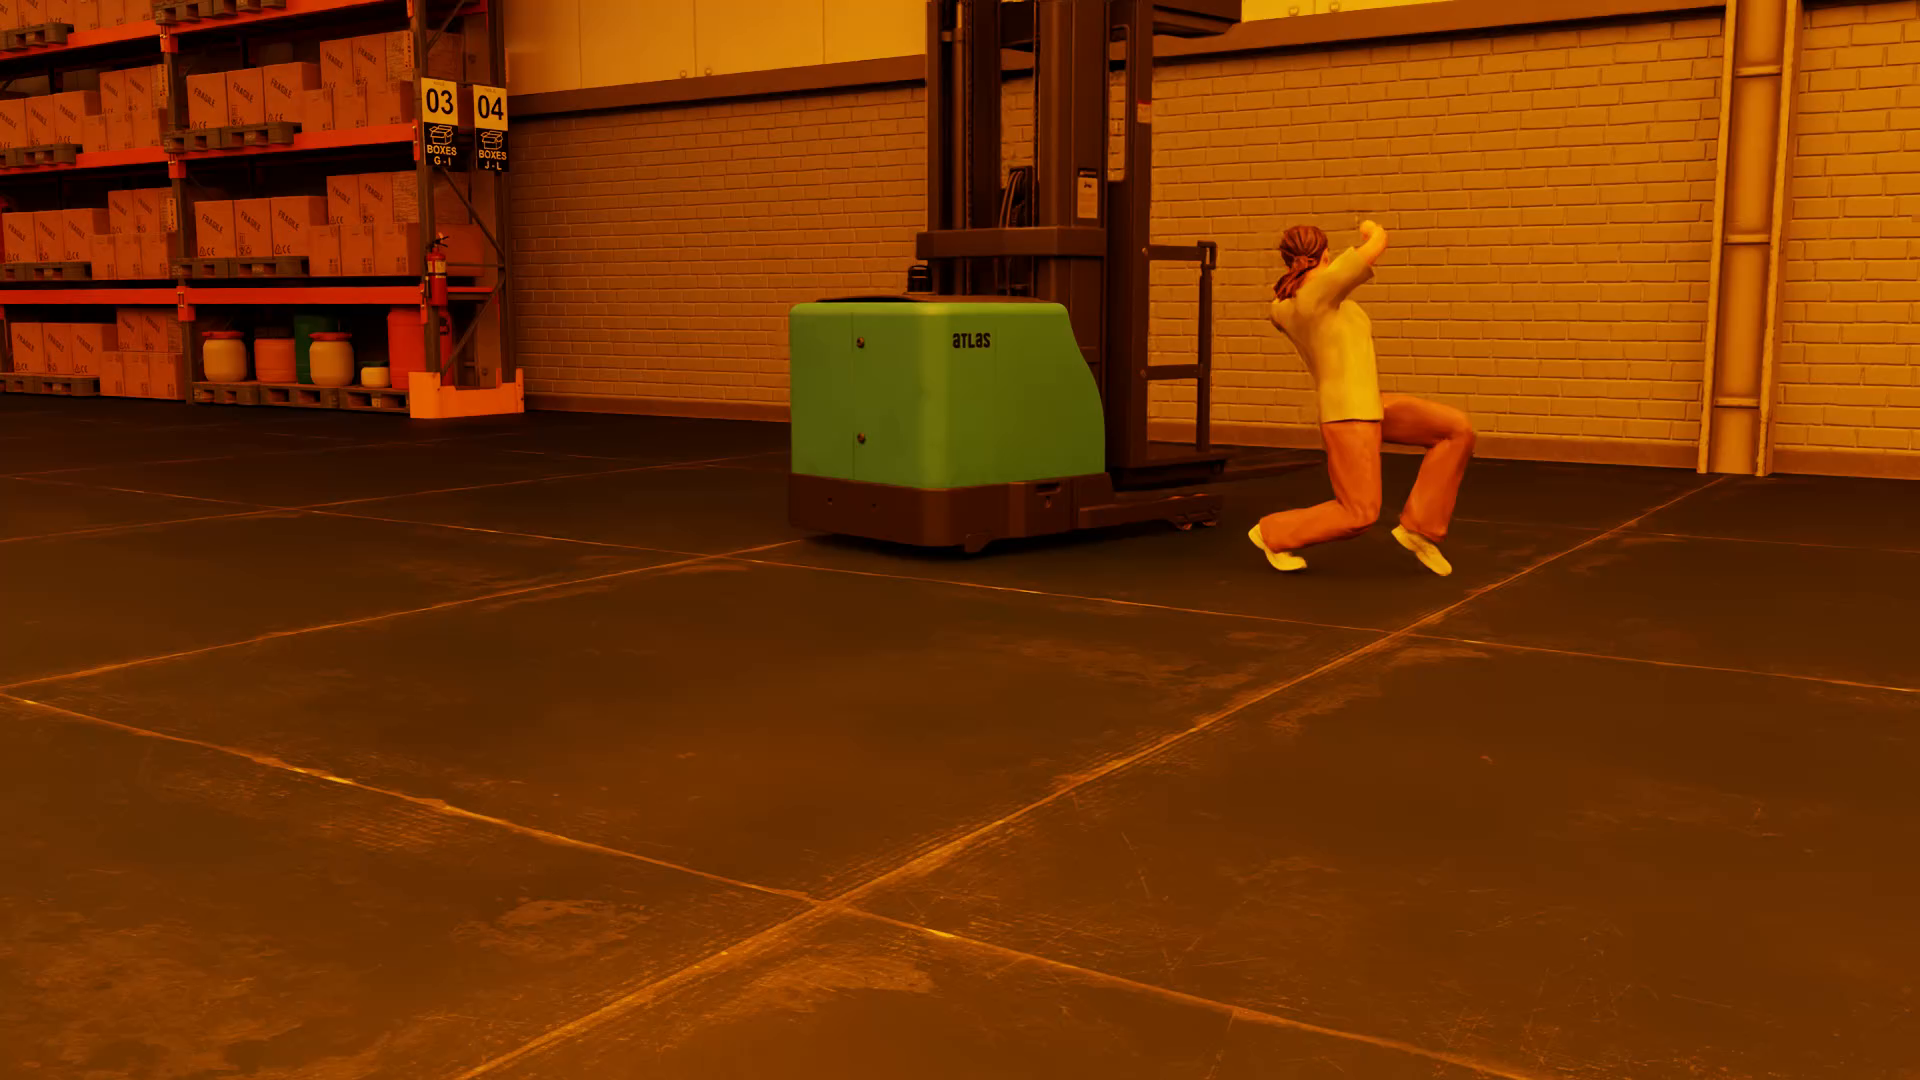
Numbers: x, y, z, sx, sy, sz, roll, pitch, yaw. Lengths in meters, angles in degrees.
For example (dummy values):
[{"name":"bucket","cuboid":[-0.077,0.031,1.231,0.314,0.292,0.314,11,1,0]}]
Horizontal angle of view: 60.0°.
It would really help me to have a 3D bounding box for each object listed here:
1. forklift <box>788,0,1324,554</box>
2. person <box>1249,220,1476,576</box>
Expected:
[{"name":"forklift","cuboid":[0.640,-1.543,8.046,3.031,2.935,1.130,-7,11,-42]},{"name":"person","cuboid":[1.650,-0.586,6.778,0.871,1.408,0.959,2,8,16]}]
